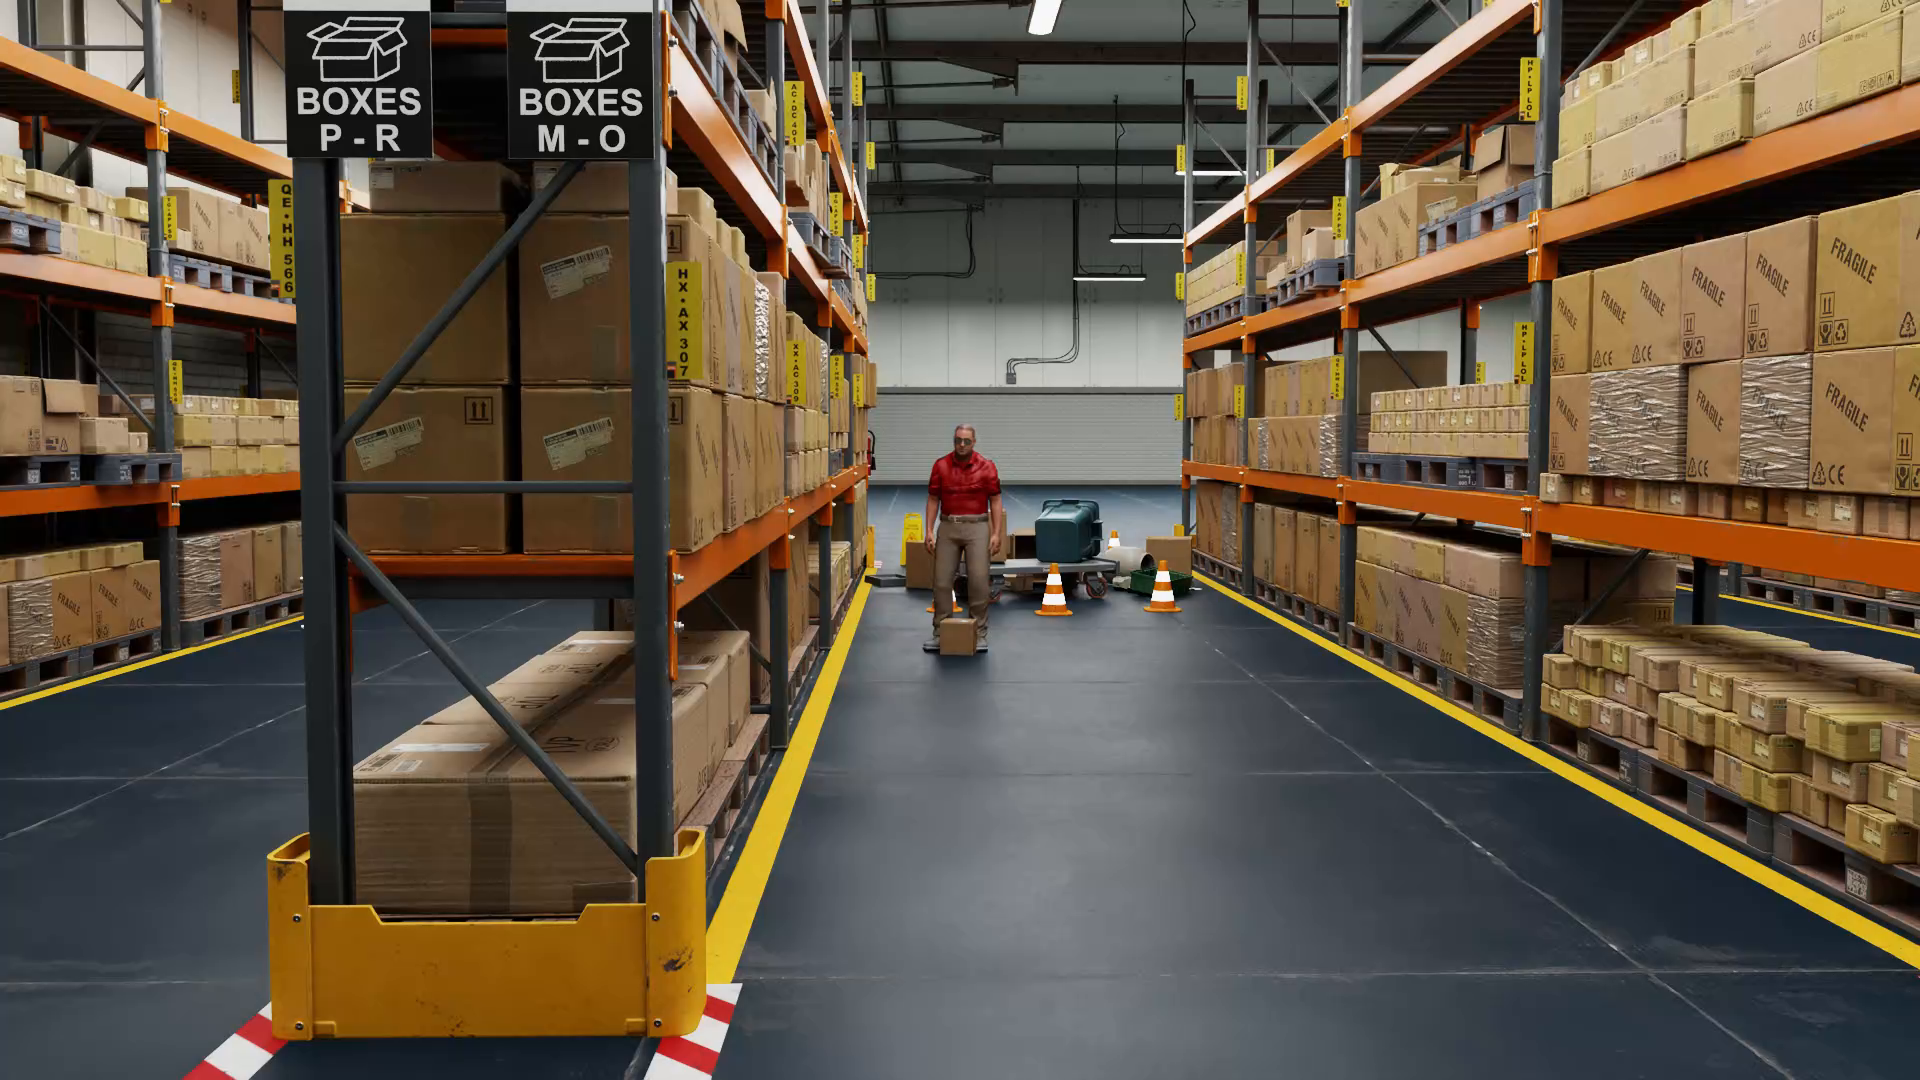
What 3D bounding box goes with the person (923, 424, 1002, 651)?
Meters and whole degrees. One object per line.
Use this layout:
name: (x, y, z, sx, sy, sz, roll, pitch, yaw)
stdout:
person: (0.022, -0.025, 12.719, 0.588, 1.726, 0.389, 1, 4, 10)
